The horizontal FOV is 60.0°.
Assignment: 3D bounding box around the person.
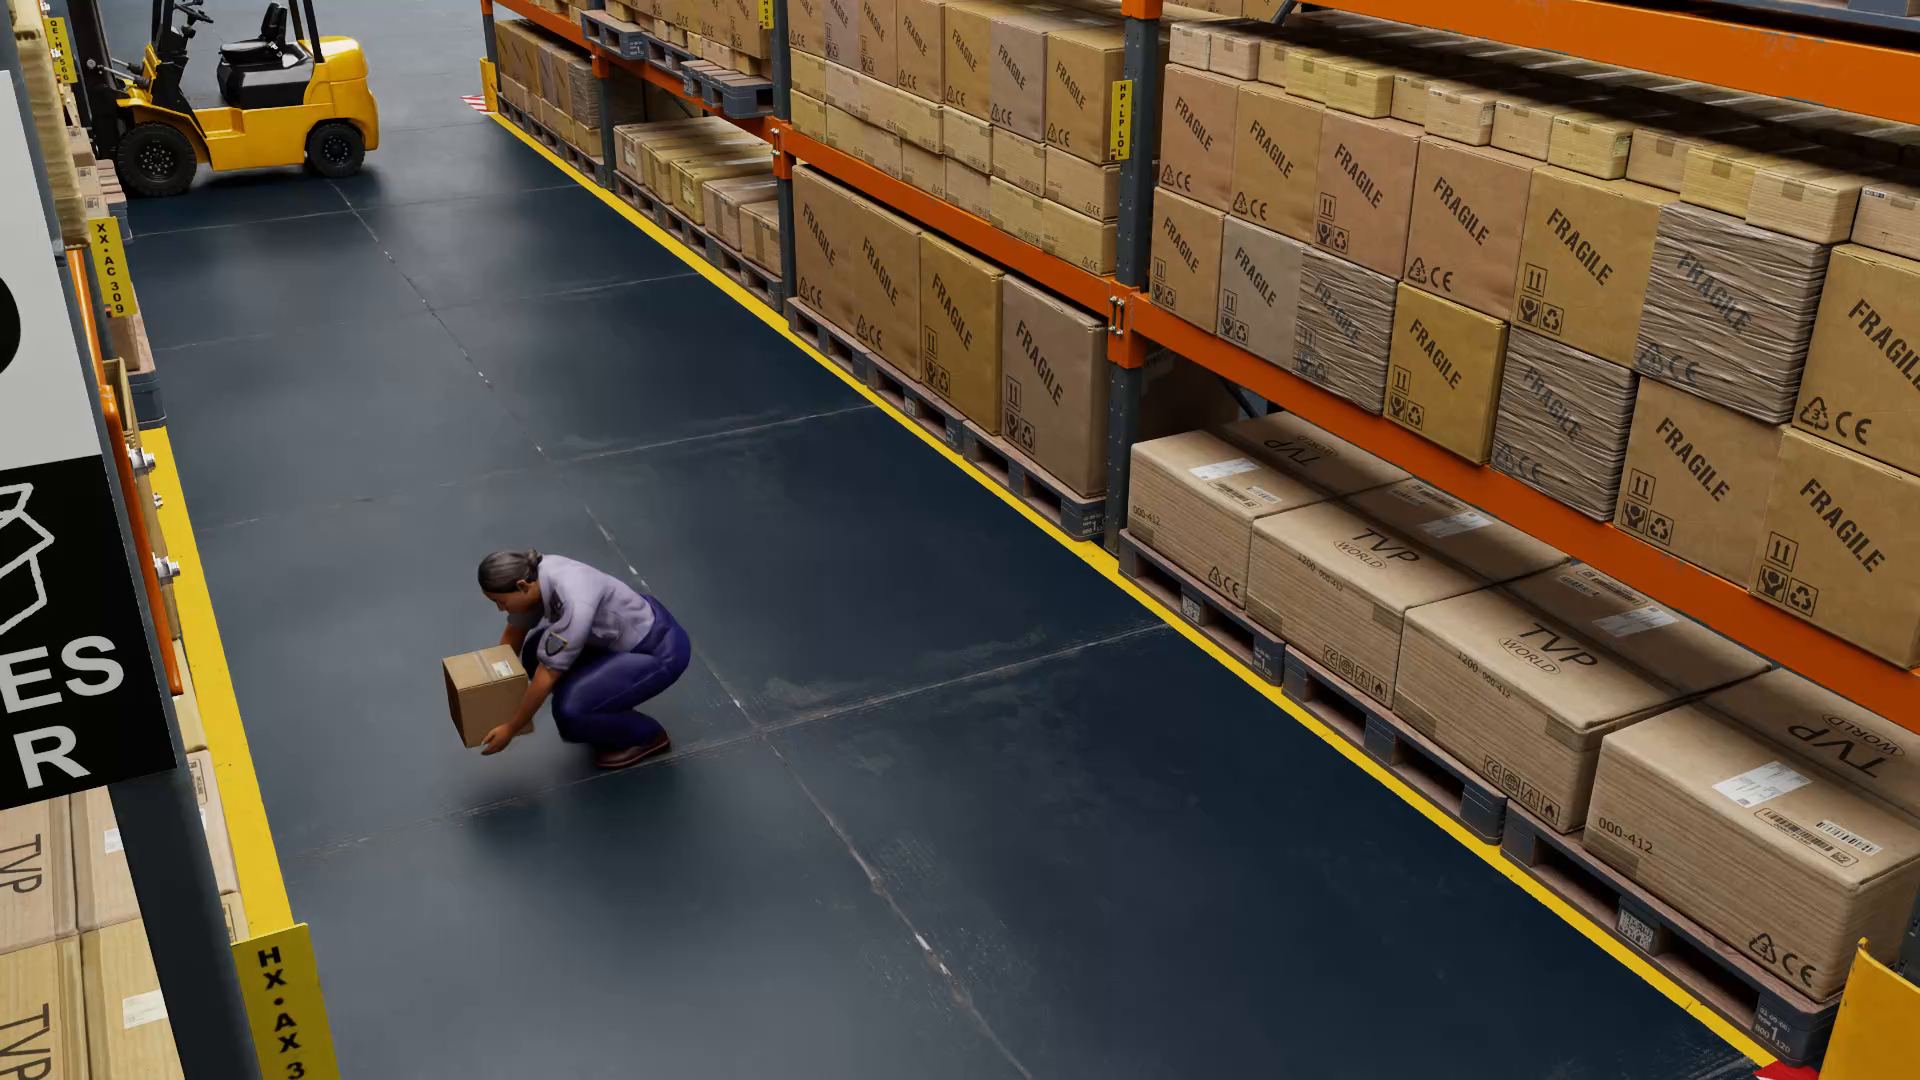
[{"bbox_3d":[-1.423,0.390,6.168,0.831,0.924,0.520,-13,29,-25],"label":"person"}]
